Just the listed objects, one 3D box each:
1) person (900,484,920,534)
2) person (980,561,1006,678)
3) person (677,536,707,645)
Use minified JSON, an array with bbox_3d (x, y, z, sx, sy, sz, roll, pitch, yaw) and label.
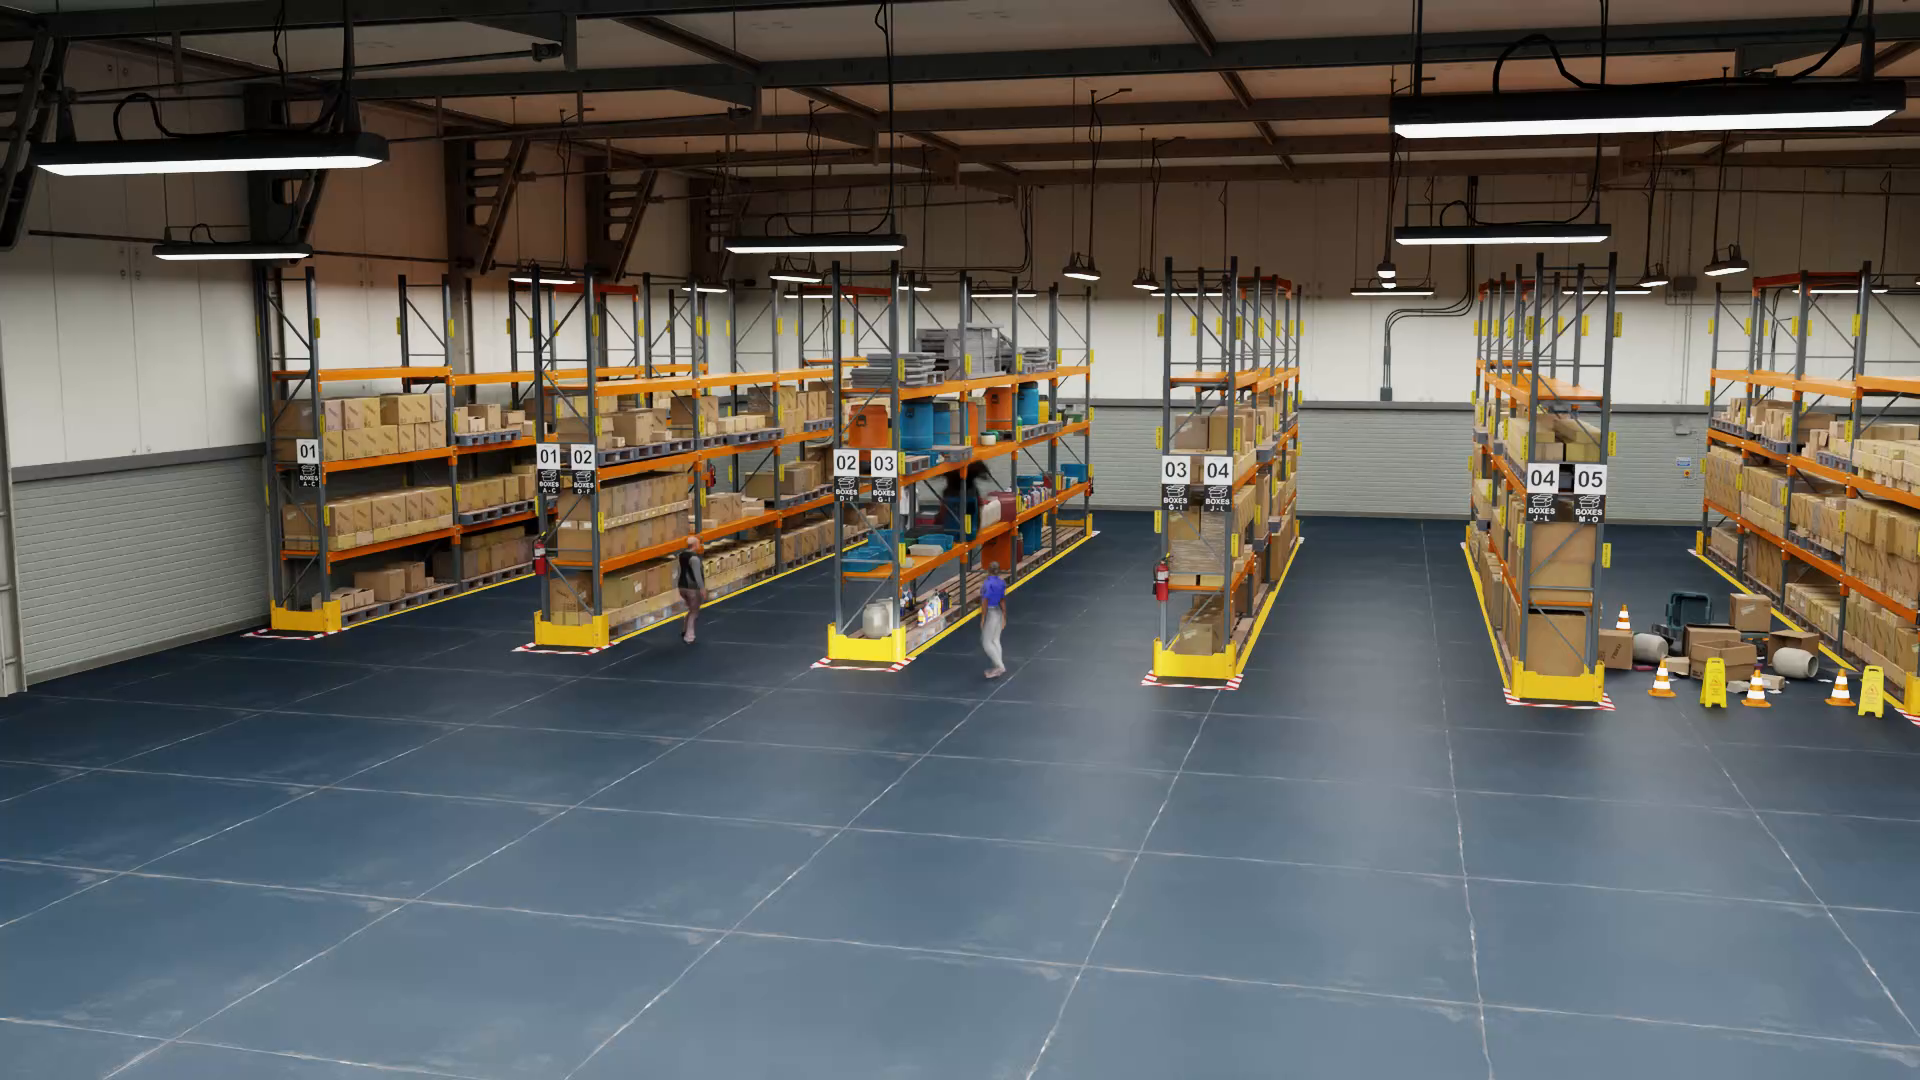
[{"bbox_3d":[-1.177,-0.624,37.516,0.535,1.731,0.841,1,7,11],"label":"person"},{"bbox_3d":[0.489,1.141,23.975,0.398,1.674,0.452,2,8,15],"label":"person"},{"bbox_3d":[-4.234,0.811,26.370,0.559,1.753,0.460,7,10,42],"label":"person"}]
